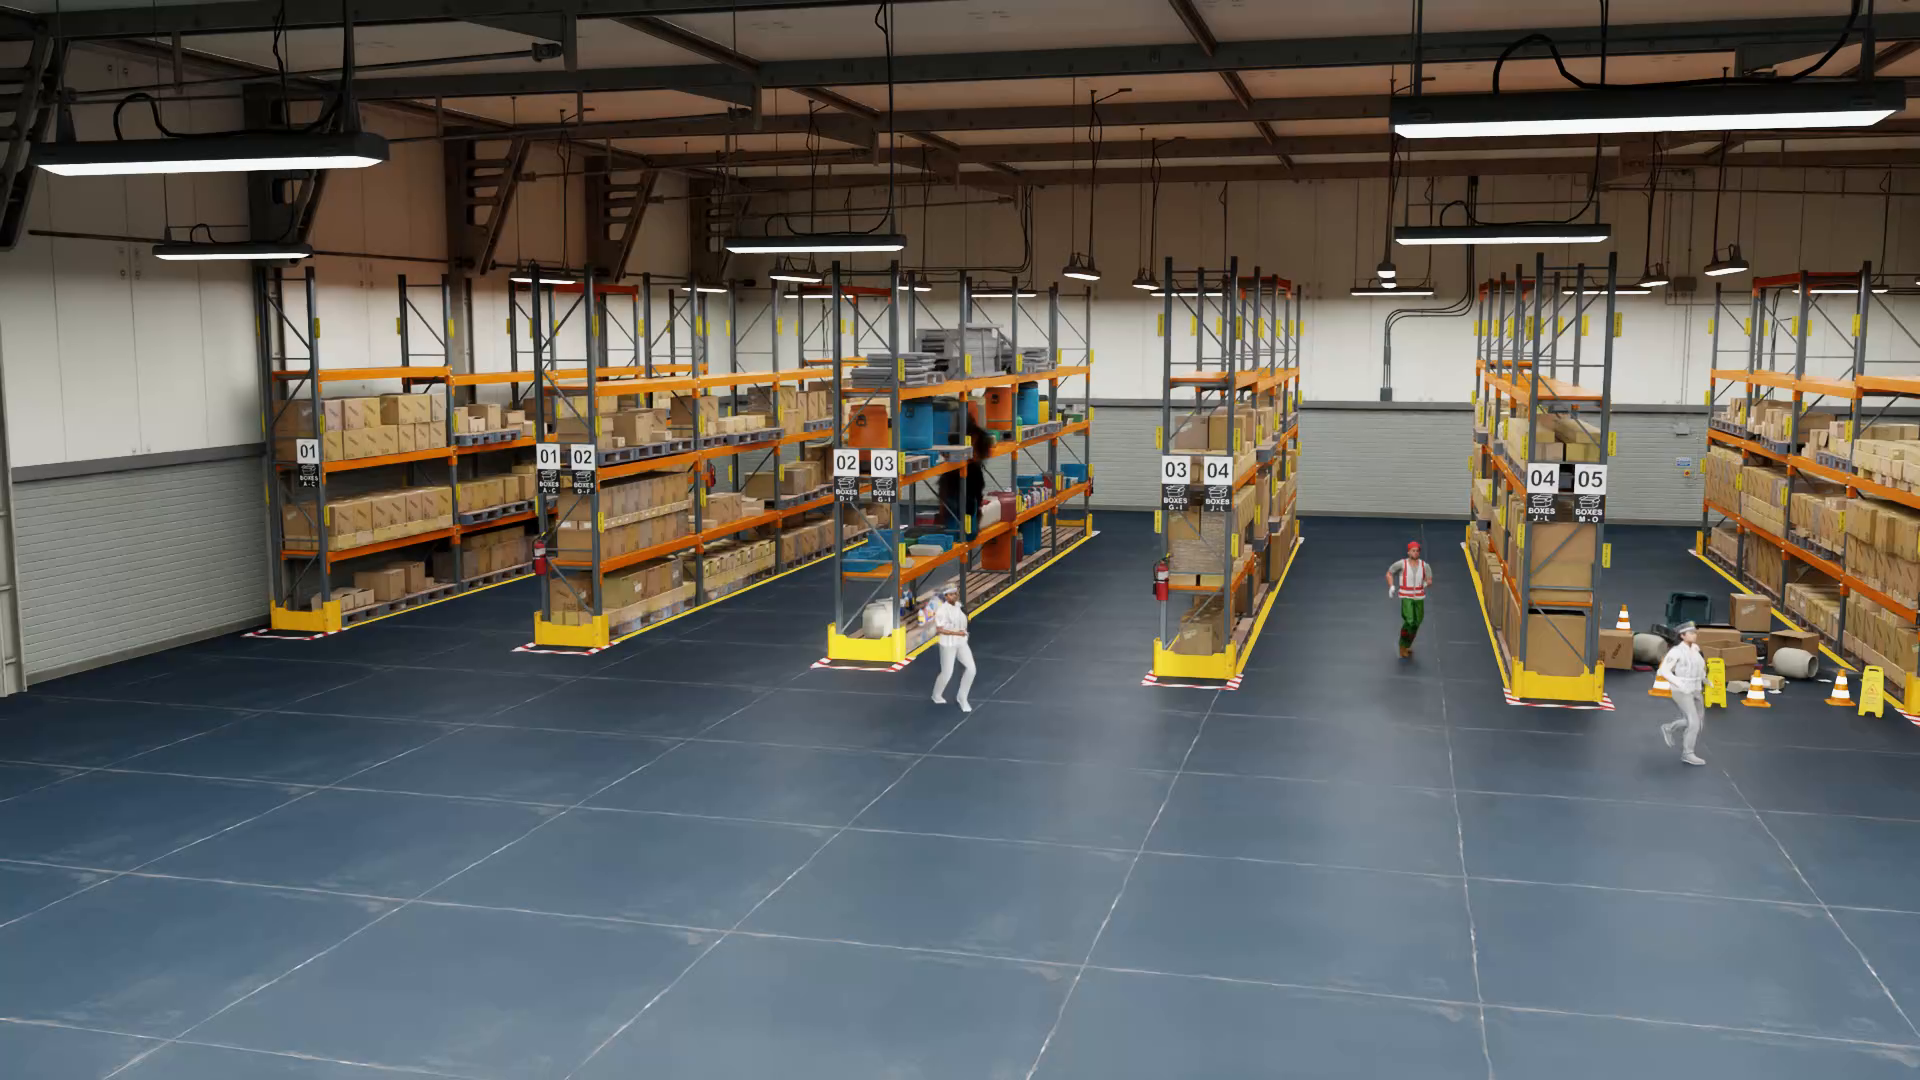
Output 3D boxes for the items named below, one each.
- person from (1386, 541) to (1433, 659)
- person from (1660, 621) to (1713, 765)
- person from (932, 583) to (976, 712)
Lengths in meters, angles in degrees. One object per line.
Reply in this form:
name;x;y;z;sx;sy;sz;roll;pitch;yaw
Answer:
person;6.871;0.864;25.279;0.641;1.684;0.702;-1;7;-5
person;8.400;1.746;19.293;0.619;1.645;0.647;-4;8;-28
person;-0.081;1.412;21.965;0.581;1.725;0.734;-5;9;-36
